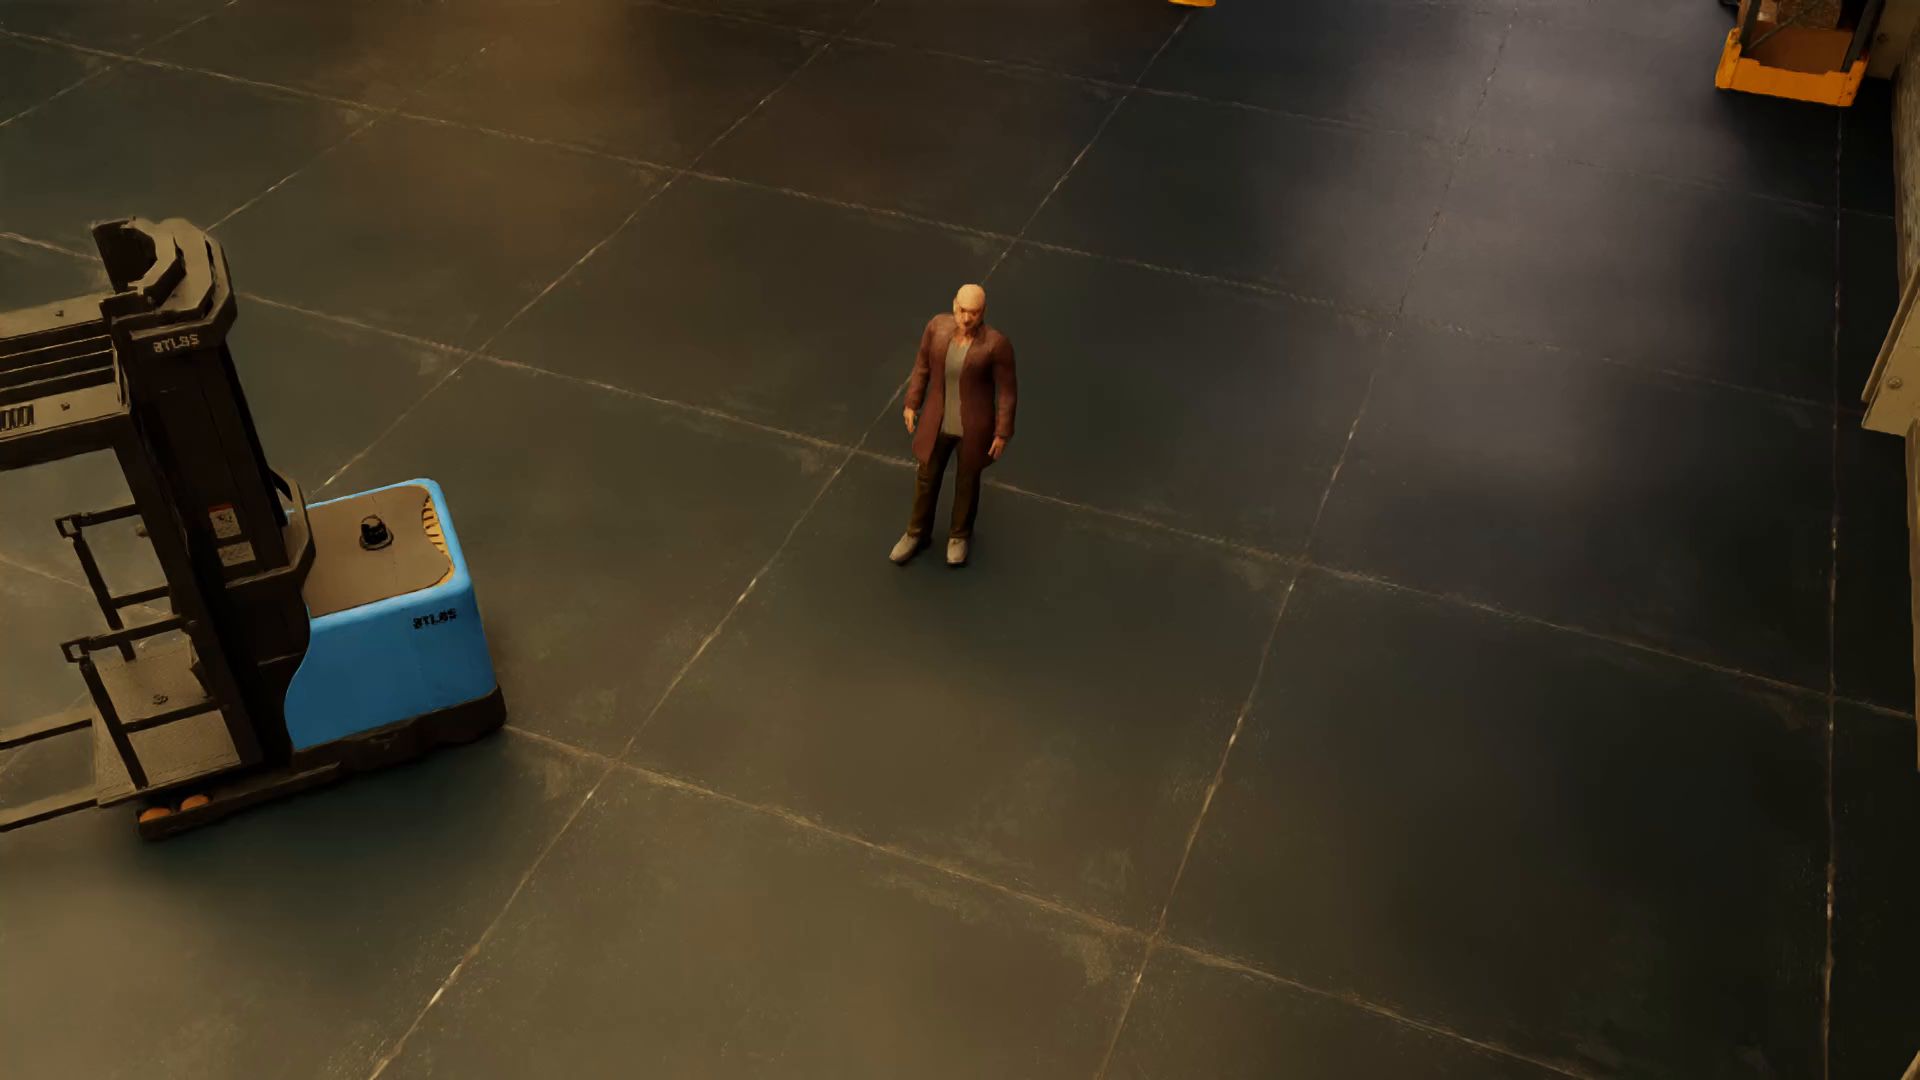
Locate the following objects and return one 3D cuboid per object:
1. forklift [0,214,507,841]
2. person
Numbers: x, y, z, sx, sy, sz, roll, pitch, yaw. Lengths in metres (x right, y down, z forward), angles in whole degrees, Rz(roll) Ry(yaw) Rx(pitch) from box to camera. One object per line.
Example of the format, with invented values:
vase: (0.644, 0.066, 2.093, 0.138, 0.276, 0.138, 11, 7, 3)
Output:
forklift: (-4.027, 0.011, 7.994, 3.031, 2.935, 1.130, -16, 43, -18)
person: (-0.039, -0.634, 9.651, 0.694, 1.776, 0.580, 15, 42, 17)
